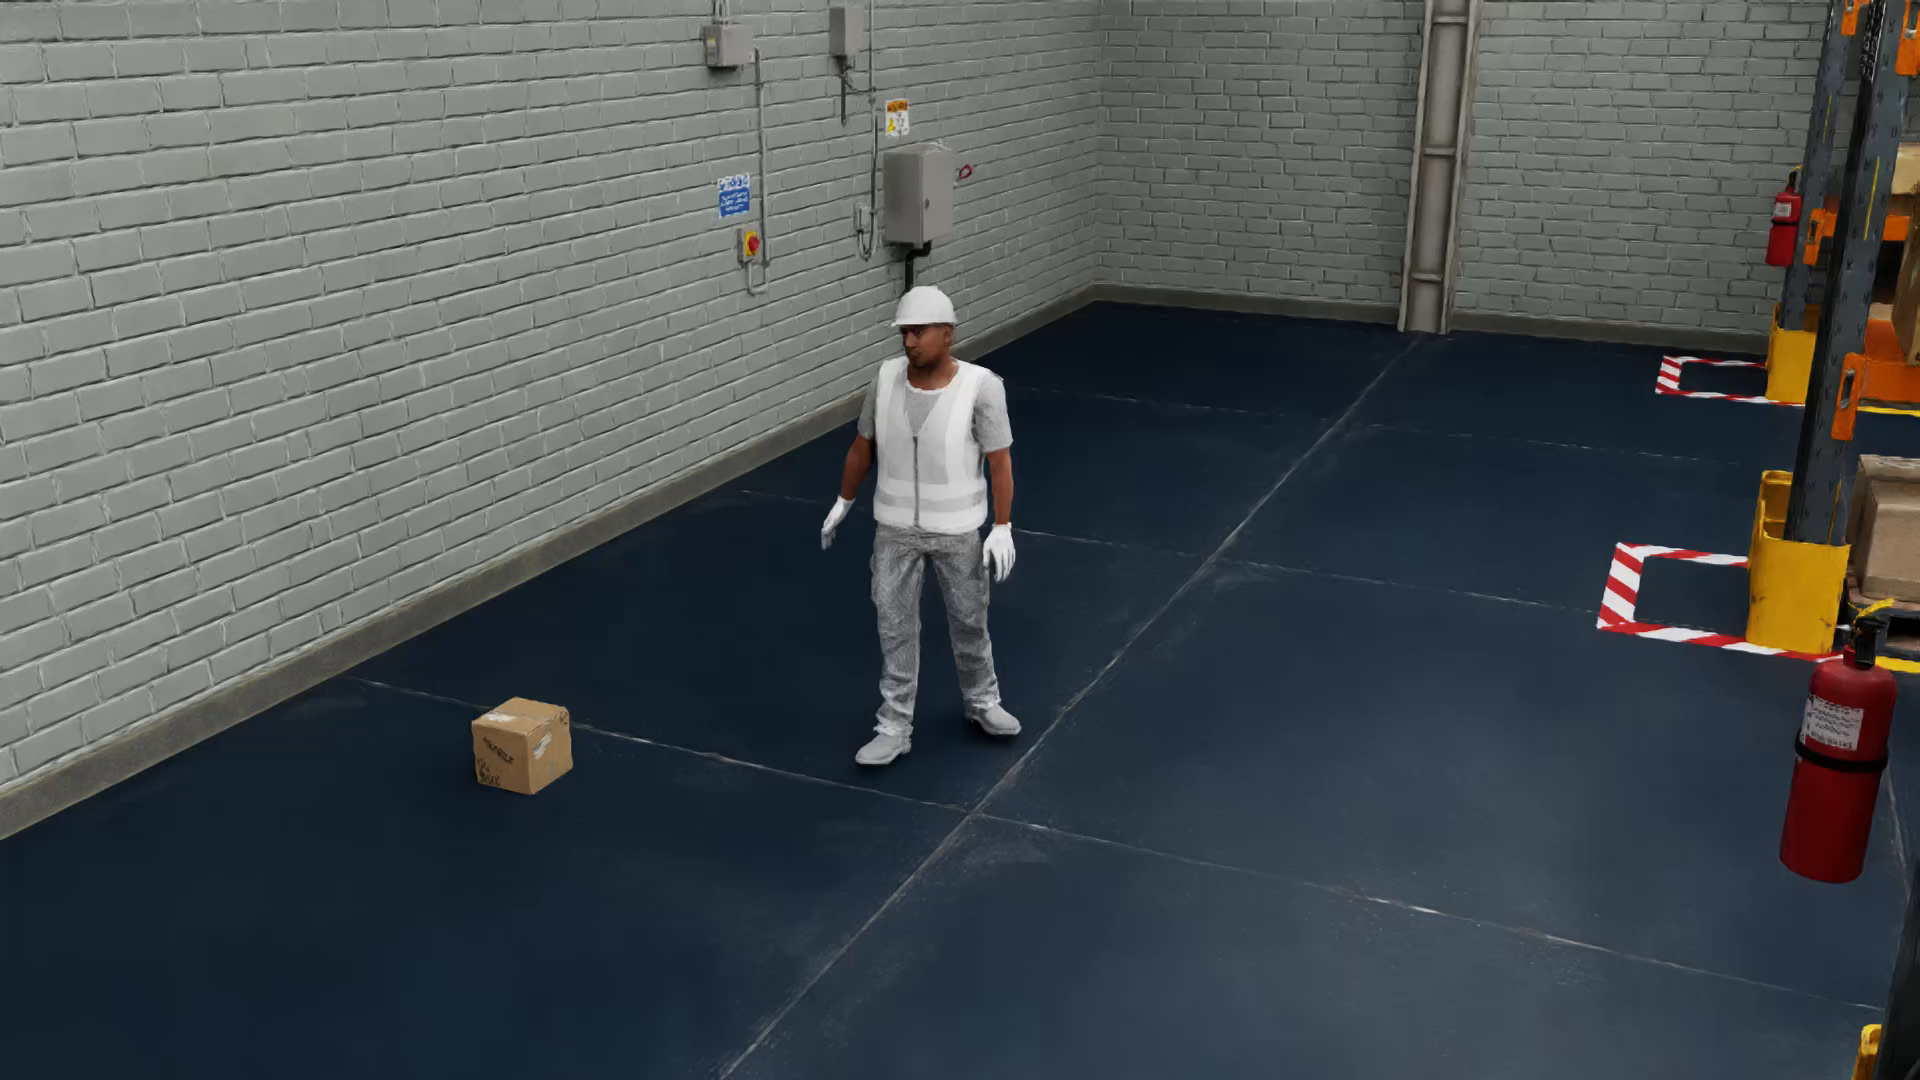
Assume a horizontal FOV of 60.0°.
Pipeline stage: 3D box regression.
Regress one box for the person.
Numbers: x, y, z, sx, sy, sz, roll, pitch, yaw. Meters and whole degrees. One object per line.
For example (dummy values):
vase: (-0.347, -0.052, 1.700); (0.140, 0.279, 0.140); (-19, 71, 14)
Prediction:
person: (-0.166, -0.052, 6.172); (0.765, 1.788, 0.635); (5, 20, 15)
